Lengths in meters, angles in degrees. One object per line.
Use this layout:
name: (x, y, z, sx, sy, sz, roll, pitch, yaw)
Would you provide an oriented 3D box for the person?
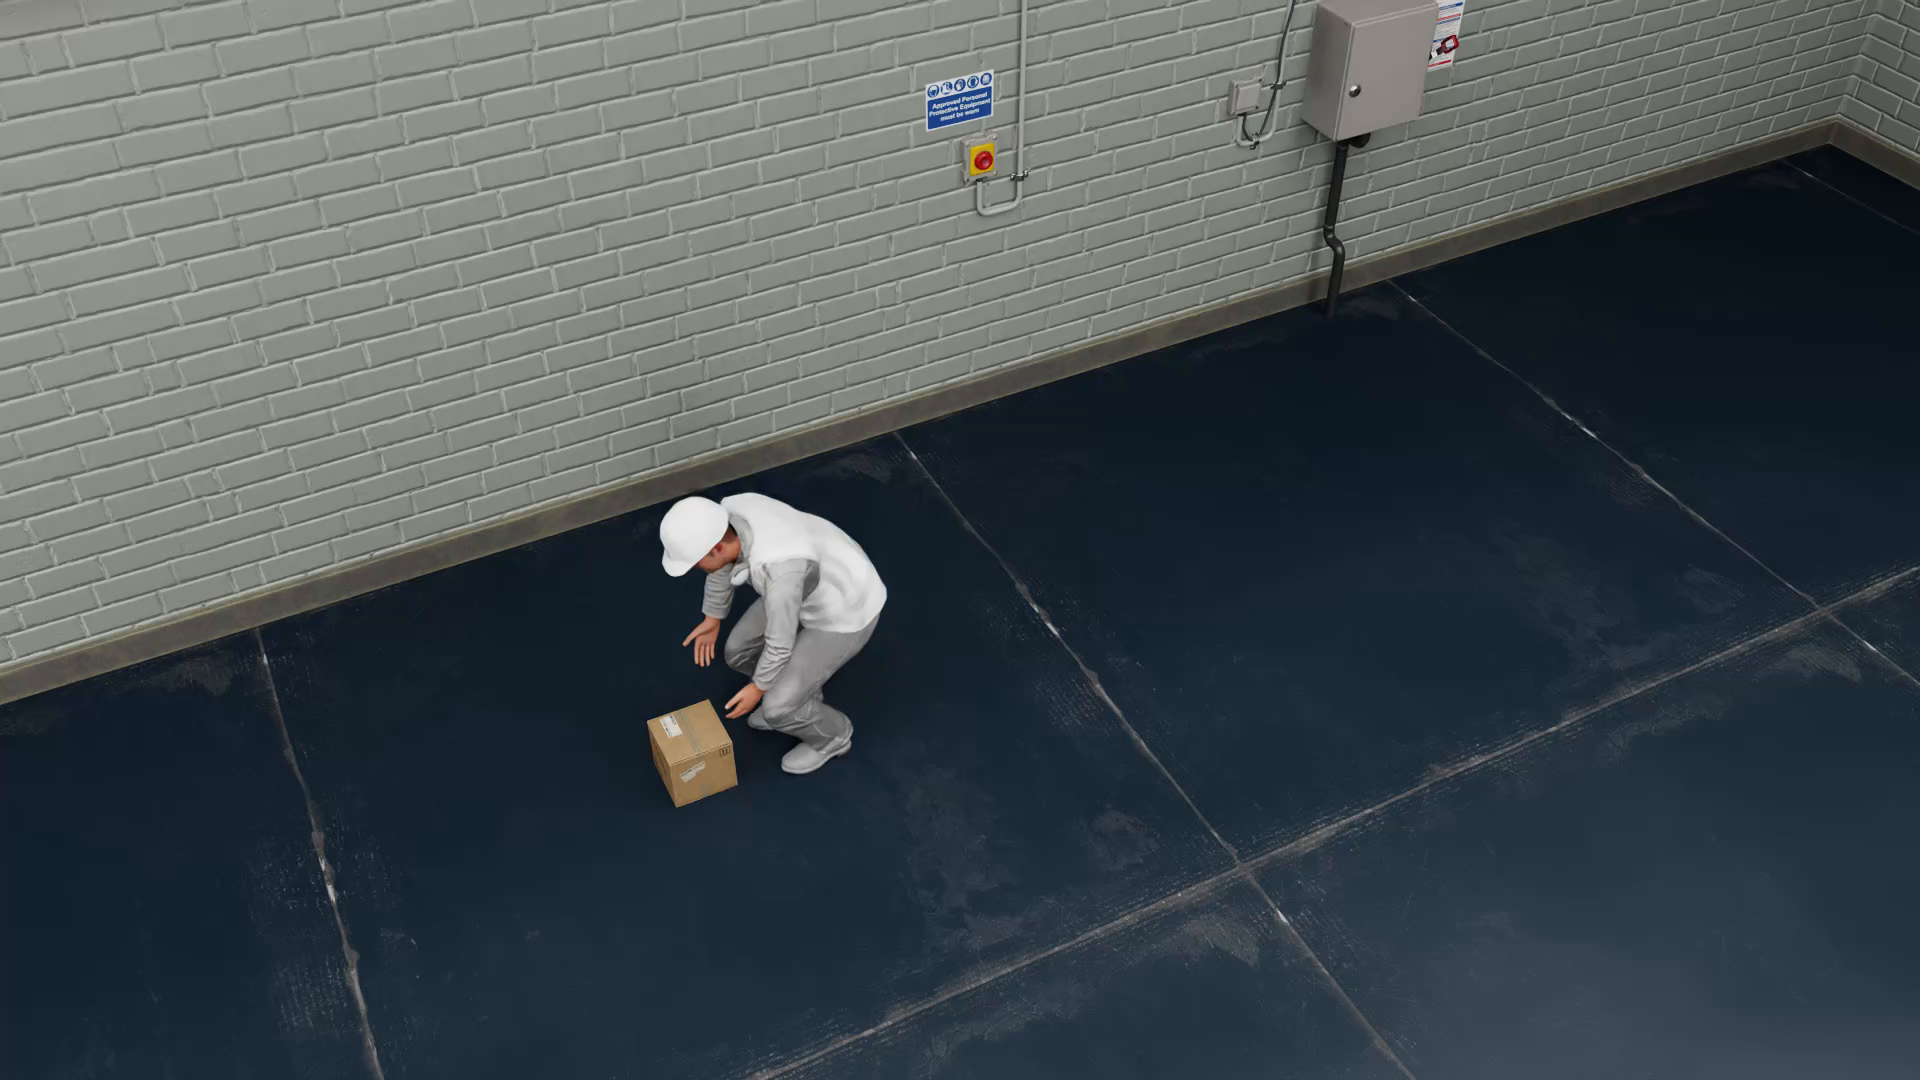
person: (-0.659, 0.304, 6.107, 0.799, 1.360, 0.589, -19, 44, -20)
